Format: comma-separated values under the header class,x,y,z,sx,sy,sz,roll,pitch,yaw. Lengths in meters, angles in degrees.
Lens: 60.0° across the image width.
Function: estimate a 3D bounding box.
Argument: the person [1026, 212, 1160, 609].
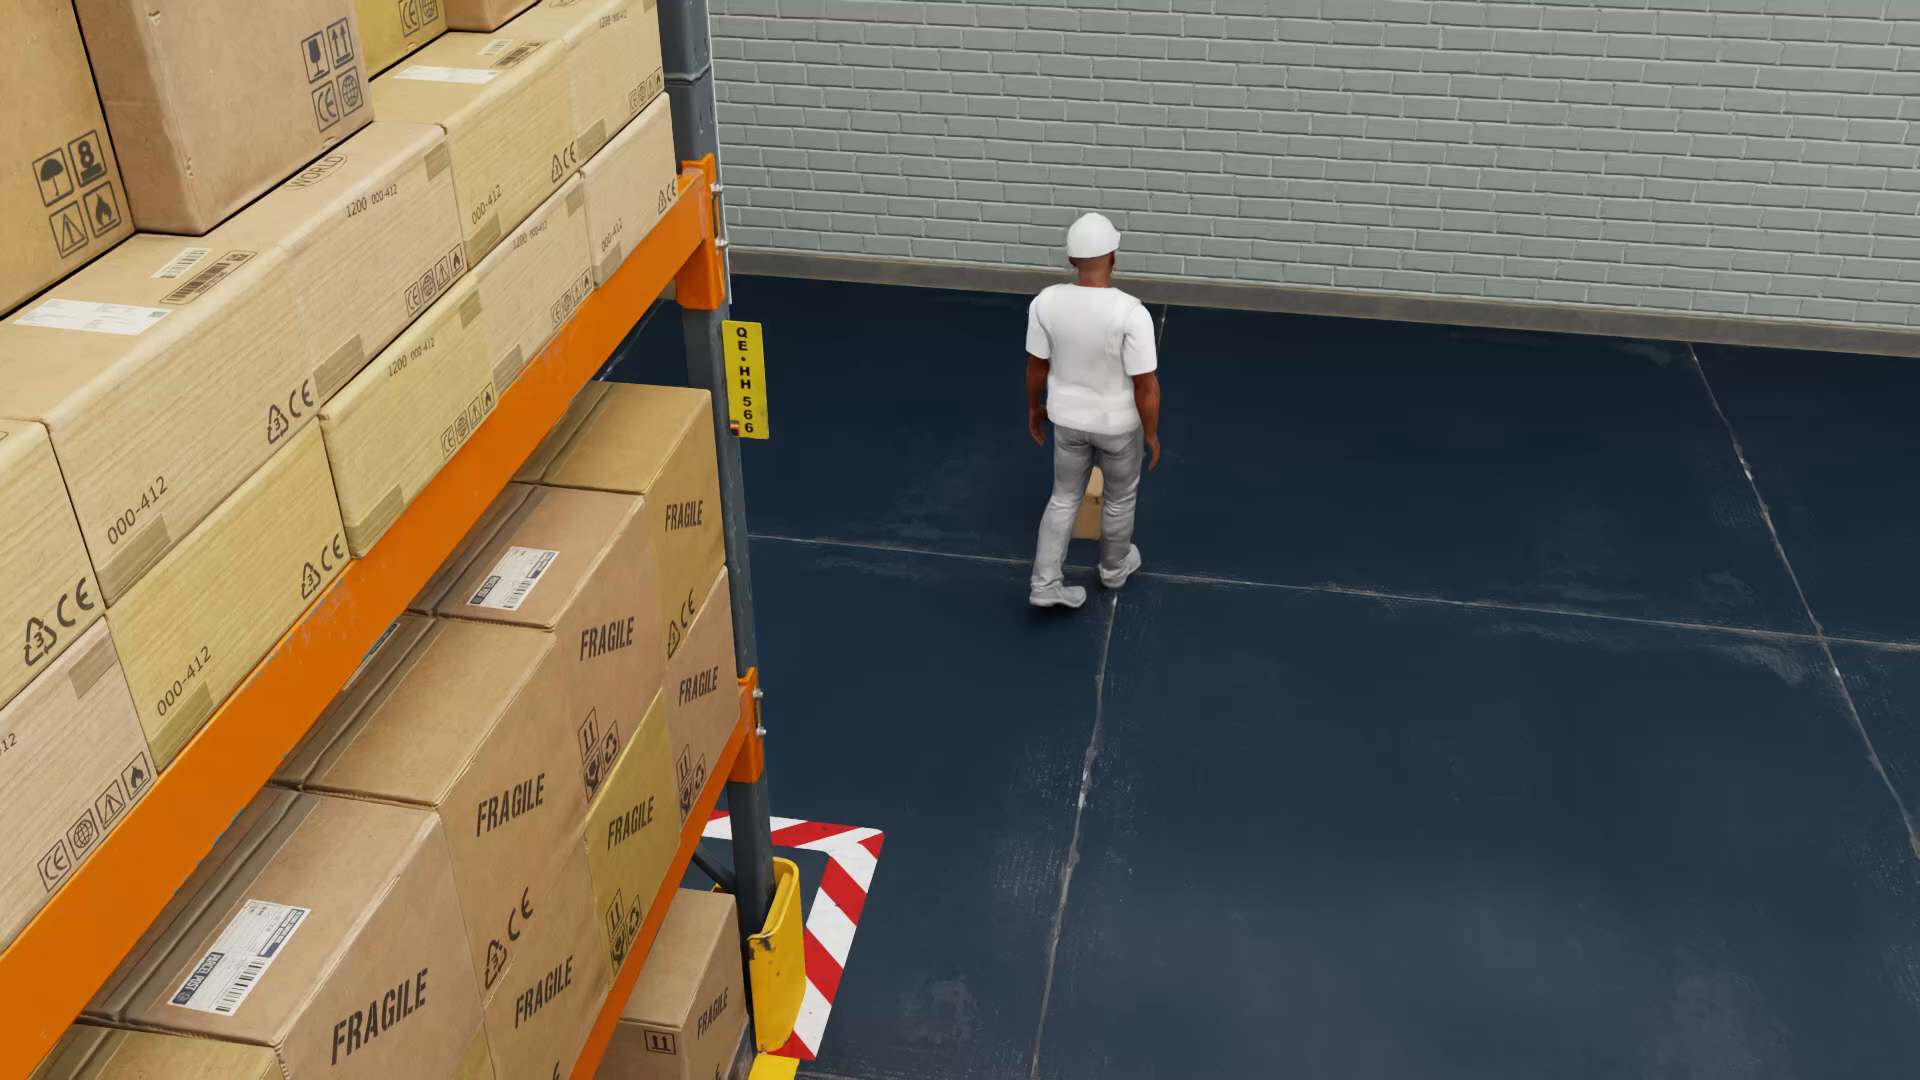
class,x,y,z,sx,sy,sz,roll,pitch,yaw
person,0.576,-0.524,6.942,0.606,1.762,0.693,15,35,22
